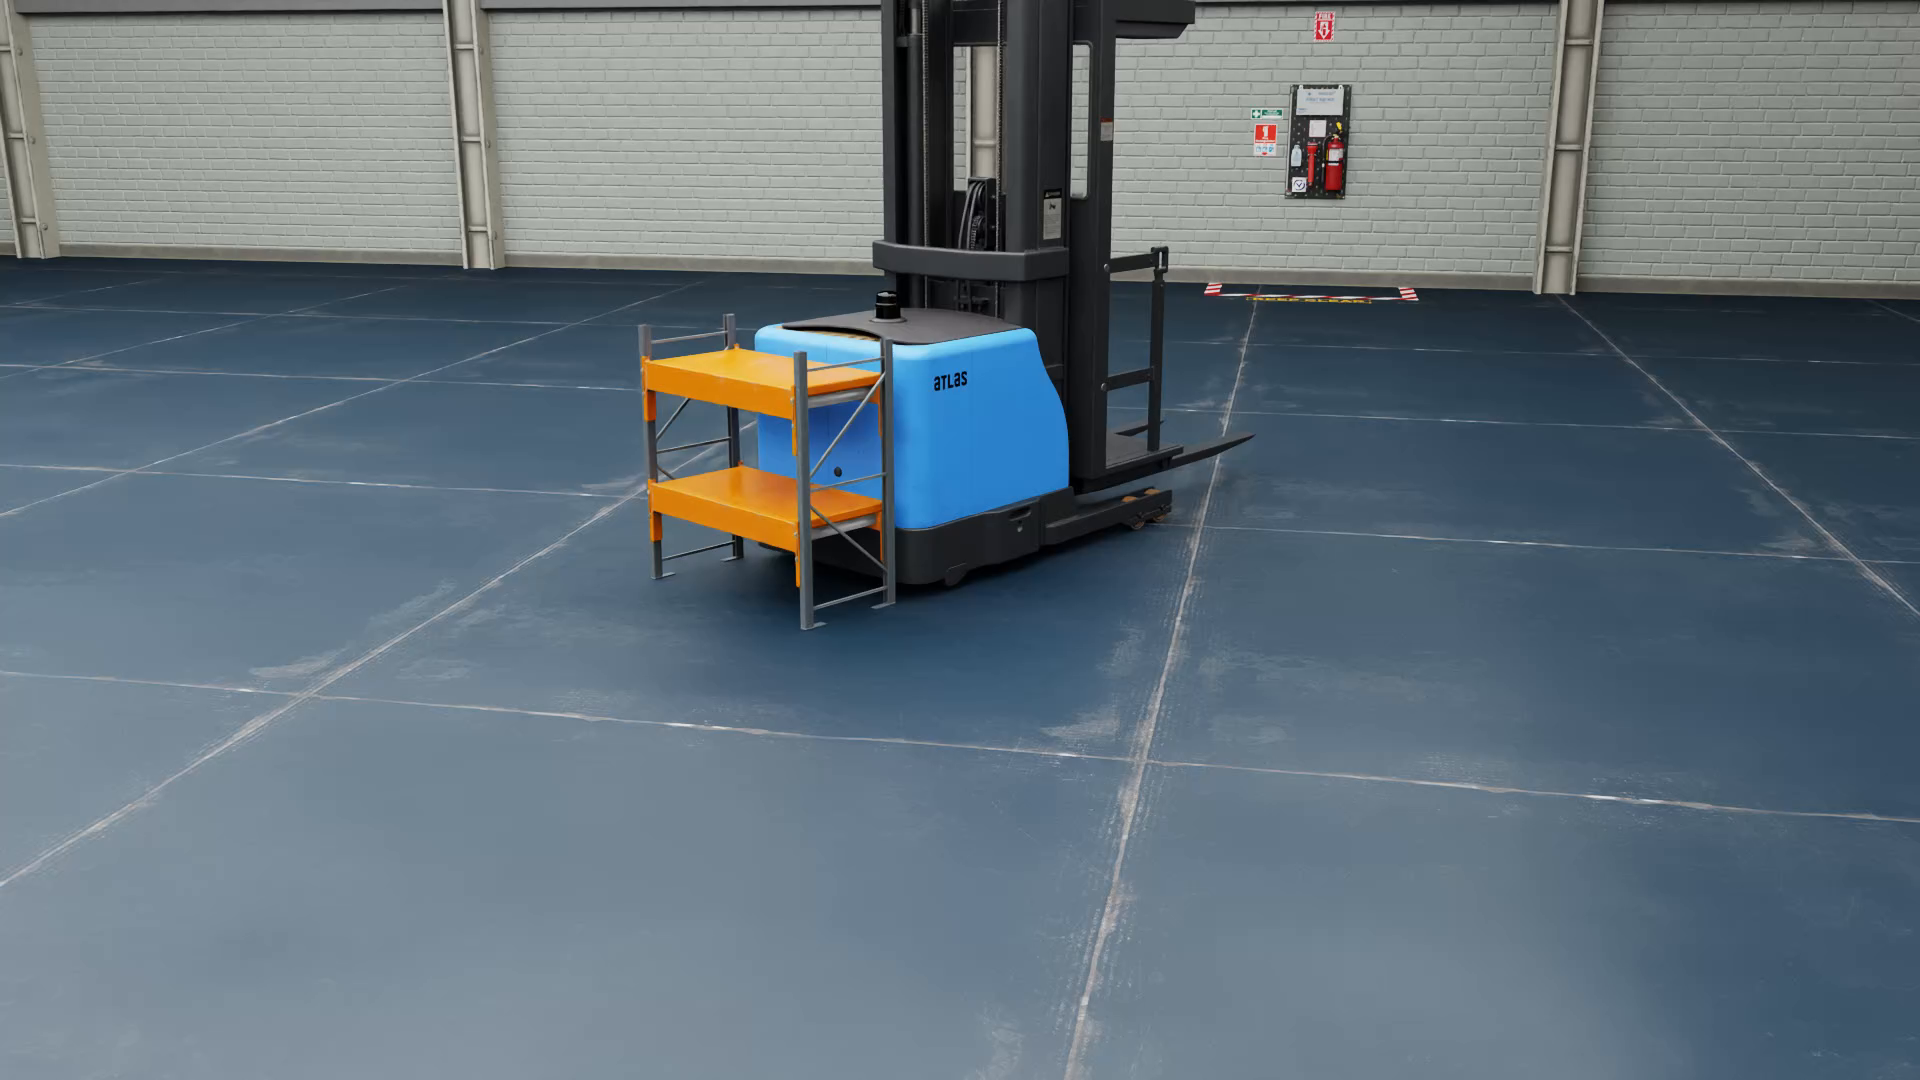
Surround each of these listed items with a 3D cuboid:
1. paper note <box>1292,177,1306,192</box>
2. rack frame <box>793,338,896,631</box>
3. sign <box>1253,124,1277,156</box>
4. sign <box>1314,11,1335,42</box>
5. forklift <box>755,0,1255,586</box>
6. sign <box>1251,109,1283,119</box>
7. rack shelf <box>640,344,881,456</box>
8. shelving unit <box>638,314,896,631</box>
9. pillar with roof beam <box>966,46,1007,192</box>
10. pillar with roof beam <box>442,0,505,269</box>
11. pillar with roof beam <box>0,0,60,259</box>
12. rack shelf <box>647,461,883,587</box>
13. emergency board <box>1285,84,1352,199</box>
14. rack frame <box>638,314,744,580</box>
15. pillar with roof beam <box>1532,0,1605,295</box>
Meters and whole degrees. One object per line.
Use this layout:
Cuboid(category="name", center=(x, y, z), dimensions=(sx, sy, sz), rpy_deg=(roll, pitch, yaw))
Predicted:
Cuboid(category="paper note", center=(3.591, -3.762, 17.604), dimensions=(0.142, 0.148, 0.016), rpy_deg=(3, 16, 11))
Cuboid(category="rack frame", center=(-0.456, -0.227, 6.706), dimensions=(0.032, 1.125, 0.500), rpy_deg=(15, 21, 42))
Cuboid(category="sign", center=(3.229, -4.232, 17.586), dimensions=(0.234, 0.329, 0.001), rpy_deg=(3, 16, 11))
Cuboid(category="sign", center=(3.762, -5.303, 17.173), dimensions=(0.199, 0.298, 0.001), rpy_deg=(3, 16, 11))
Cuboid(category="forklift", center=(0.411, -1.540, 8.062), dimensions=(1.130, 2.935, 3.031), rpy_deg=(13, 20, 39))
Cuboid(category="sign", center=(3.232, -4.485, 17.506), dimensions=(0.331, 0.109, 0.001), rpy_deg=(3, 16, 11))
Cuboid(category="rack shelf", center=(-0.821, -0.604, 6.969), dimensions=(1.000, 0.278, 0.538), rpy_deg=(15, 21, 42))
Cuboid(category="shelving unit", center=(-0.821, -0.322, 7.047), dimensions=(1.048, 1.125, 0.538), rpy_deg=(15, 21, 42))
Cuboid(category="pillar with roof beam", center=(-0.573, -6.102, 13.162), dimensions=(0.400, 9.000, 9.100), rpy_deg=(3, 16, 11))
Cuboid(category="pillar with roof beam", center=(-6.453, -6.421, 14.314), dimensions=(0.400, 9.000, 9.100), rpy_deg=(3, 16, 11))
Cuboid(category="pillar with roof beam", center=(-12.332, -6.740, 15.467), dimensions=(0.400, 9.000, 9.100), rpy_deg=(3, 16, 11))
Cuboid(category="rack shelf", center=(-0.821, -0.086, 7.112), dimensions=(1.000, 0.278, 0.538), rpy_deg=(15, 21, 42))
Cuboid(category="emergency board", center=(3.750, -4.159, 17.387), dimensions=(0.643, 1.169, 0.194), rpy_deg=(3, 16, 11))
Cuboid(category="rack frame", center=(-1.186, -0.416, 7.388), dimensions=(0.032, 1.125, 0.500), rpy_deg=(15, 21, 42))
Cuboid(category="pillar with roof beam", center=(5.307, -5.782, 12.010), dimensions=(0.400, 9.000, 9.100), rpy_deg=(3, 16, 11))
